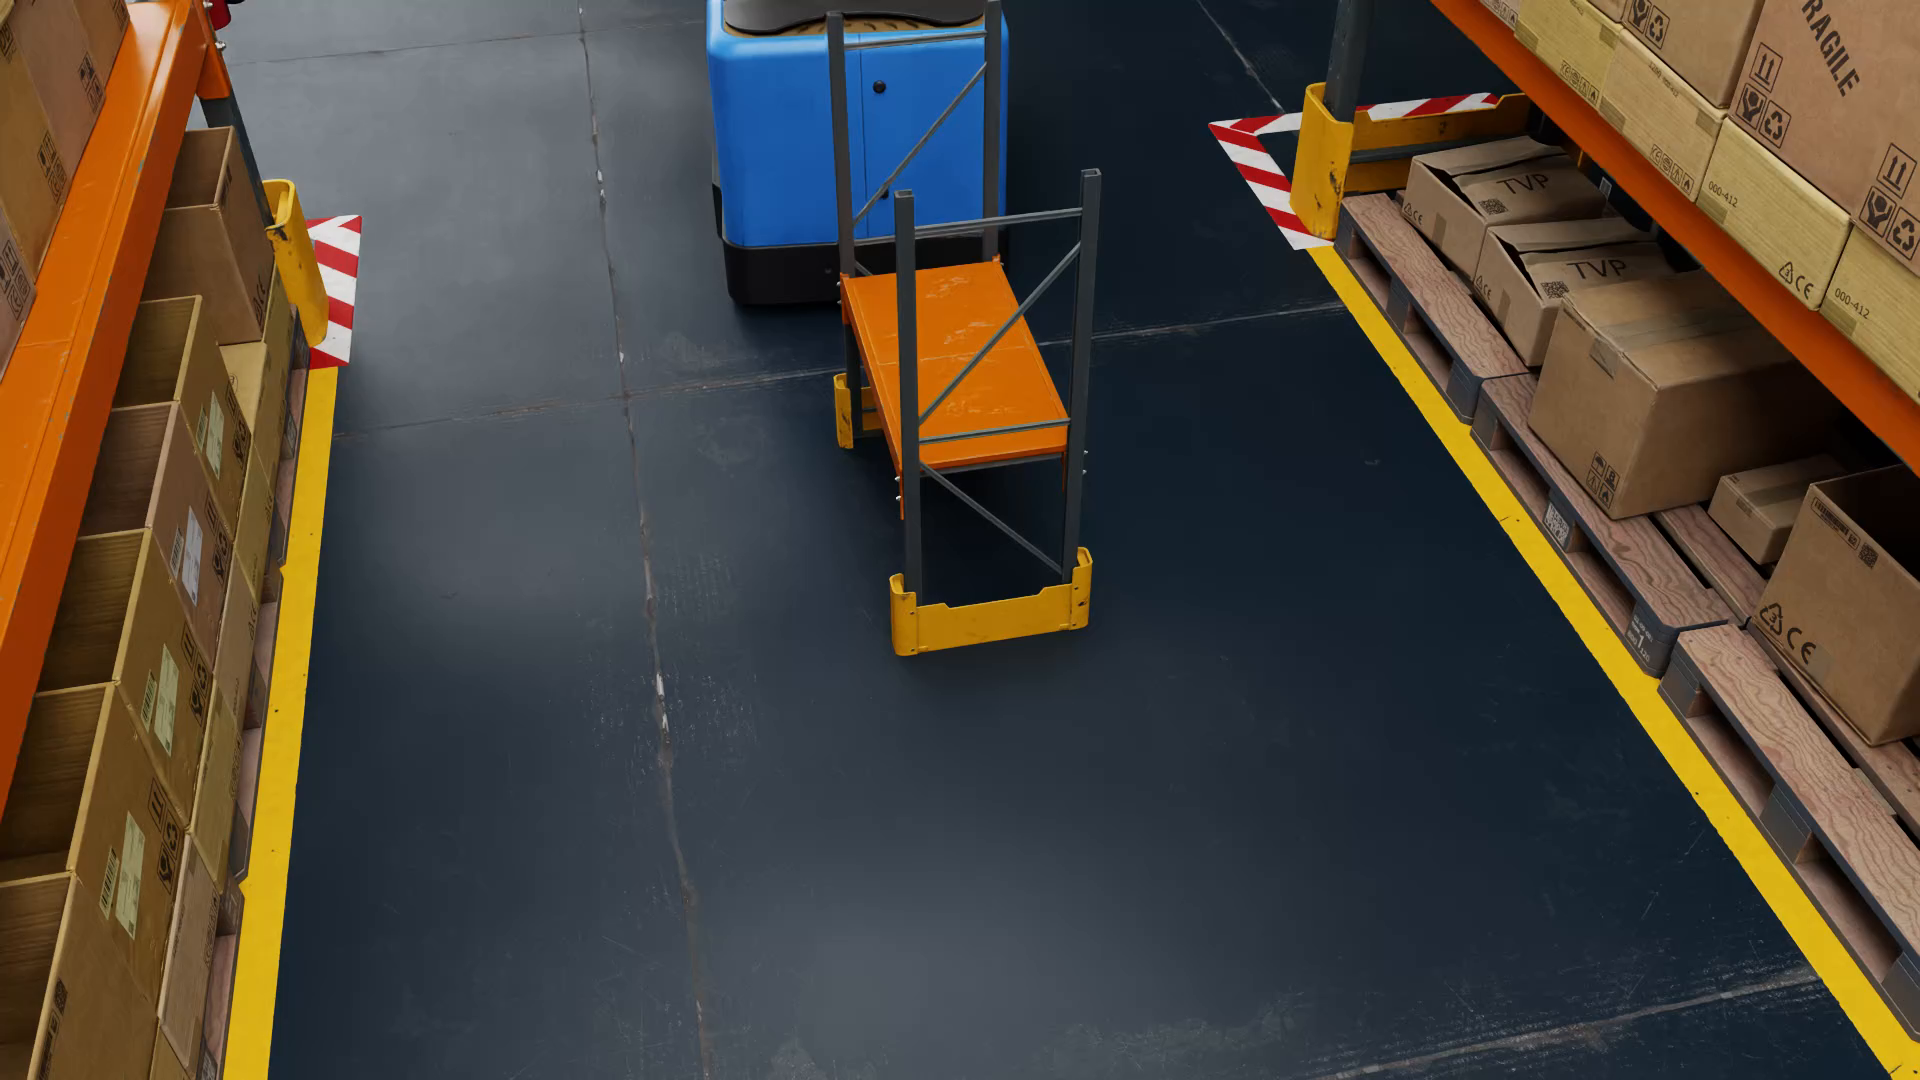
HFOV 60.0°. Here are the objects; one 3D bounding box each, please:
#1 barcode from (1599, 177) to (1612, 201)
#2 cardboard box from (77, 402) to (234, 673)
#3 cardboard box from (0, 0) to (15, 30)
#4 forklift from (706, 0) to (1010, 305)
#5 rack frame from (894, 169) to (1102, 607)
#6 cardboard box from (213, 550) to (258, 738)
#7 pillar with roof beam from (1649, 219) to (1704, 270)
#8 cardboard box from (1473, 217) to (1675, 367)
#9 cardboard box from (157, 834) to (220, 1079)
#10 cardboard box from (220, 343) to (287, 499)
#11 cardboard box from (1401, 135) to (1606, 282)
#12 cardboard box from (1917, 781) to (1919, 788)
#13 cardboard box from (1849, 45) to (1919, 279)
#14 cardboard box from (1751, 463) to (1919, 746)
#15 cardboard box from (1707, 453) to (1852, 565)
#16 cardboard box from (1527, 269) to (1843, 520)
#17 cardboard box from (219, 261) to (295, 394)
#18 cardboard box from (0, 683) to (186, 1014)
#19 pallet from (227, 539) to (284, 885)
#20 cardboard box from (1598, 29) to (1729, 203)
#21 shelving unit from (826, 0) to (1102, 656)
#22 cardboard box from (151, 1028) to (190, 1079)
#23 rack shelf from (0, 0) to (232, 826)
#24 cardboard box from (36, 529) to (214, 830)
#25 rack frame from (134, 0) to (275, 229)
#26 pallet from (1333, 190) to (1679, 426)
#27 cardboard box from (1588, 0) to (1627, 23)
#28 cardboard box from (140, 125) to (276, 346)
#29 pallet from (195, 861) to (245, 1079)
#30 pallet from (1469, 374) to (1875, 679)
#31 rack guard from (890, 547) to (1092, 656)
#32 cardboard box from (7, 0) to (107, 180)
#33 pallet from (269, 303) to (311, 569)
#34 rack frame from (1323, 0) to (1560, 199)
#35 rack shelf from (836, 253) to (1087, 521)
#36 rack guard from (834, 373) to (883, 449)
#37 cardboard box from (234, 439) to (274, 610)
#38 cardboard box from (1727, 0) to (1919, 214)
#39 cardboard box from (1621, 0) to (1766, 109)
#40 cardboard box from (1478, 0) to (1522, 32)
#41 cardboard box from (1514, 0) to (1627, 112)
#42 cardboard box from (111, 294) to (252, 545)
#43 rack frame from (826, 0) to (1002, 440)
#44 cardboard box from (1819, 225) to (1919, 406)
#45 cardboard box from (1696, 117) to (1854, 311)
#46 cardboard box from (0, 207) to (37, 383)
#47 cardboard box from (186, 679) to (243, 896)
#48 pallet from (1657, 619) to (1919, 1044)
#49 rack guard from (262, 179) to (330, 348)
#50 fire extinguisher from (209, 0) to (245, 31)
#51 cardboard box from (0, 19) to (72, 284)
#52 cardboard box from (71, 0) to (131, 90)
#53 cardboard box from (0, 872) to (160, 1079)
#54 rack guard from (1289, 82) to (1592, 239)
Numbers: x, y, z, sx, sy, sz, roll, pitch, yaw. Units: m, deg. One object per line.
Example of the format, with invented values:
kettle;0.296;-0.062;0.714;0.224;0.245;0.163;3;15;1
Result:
barcode;2.381;-1.296;6.137;0.001;0.075;0.075;-8;42;-9
cardboard box;-2.168;0.029;4.148;0.500;0.500;0.500;-8;42;-9
cardboard box;-2.420;-1.228;3.810;0.380;0.149;0.250;-7;42;-8
forklift;-0.492;-2.935;6.348;1.130;2.935;3.031;-4;42;-5
rack frame;0.091;-0.287;4.443;0.500;1.500;0.032;-8;42;-9
cardboard box;-2.171;0.310;4.396;0.500;0.250;0.500;-8;42;-9
pillar with roof beam;-1.283;-3.846;2.804;9.100;9.000;0.400;-8;42;-9
cardboard box;2.110;-0.877;5.673;0.500;0.311;0.500;-5;42;-6
cardboard box;-1.955;0.958;3.666;0.500;0.250;0.500;-8;42;-9
cardboard box;-2.387;-0.338;5.126;0.500;0.250;0.500;-8;42;-9
cardboard box;1.987;-1.247;6.089;0.500;0.311;0.500;-13;43;-14
cardboard box;2.644;0.596;4.122;0.380;0.166;0.250;-14;43;-15
cardboard box;2.271;-0.773;3.395;0.500;0.500;0.500;-9;42;-10
cardboard box;2.525;0.147;4.377;0.500;0.500;0.500;-11;43;-12
cardboard box;2.463;-0.094;4.913;0.380;0.149;0.250;-12;43;-13
cardboard box;2.219;-0.465;5.066;0.700;0.500;0.500;-11;43;-12
cardboard box;-2.507;-0.661;5.490;0.500;0.250;0.500;-8;42;-9
cardboard box;-1.958;0.678;3.417;0.500;0.500;0.500;-8;42;-9
pallet;-2.445;0.485;4.545;1.003;0.211;1.213;-8;42;-9
cardboard box;2.057;-1.145;4.379;0.500;0.250;0.500;-8;42;-9
shelving unit;-0.016;-0.610;4.808;0.587;1.500;1.083;-8;42;-9
cardboard box;-1.852;1.283;3.300;0.500;0.250;0.500;-8;42;-9
rack shelf;-2.479;-0.272;3.838;1.077;0.370;4.000;-8;42;-9
cardboard box;-2.058;0.353;3.783;0.500;0.500;0.500;-8;42;-9
rack frame;-2.911;-1.837;5.060;1.000;3.000;0.127;-8;42;-9
pallet;2.082;-0.926;6.134;1.003;0.211;1.213;-8;42;-9
cardboard box;1.937;-1.771;4.519;0.500;0.500;0.500;-10;42;-11
cardboard box;-2.505;-0.941;5.241;0.500;0.500;0.500;-8;42;-9
pallet;-2.178;1.277;3.652;1.003;0.211;1.213;-8;42;-9
pallet;2.342;-0.136;5.245;1.003;0.211;1.213;-8;42;-9
rack guard;0.091;0.180;4.859;0.587;0.250;0.087;-8;42;-9
cardboard box;-2.705;-1.230;4.301;0.700;0.500;0.500;-7;42;-8
pallet;-2.705;-0.305;5.434;1.003;0.211;1.213;-8;42;-9
rack frame;1.925;-2.549;5.862;1.000;3.000;0.127;-8;42;-9
rack shelf;-0.018;-0.482;4.934;0.538;0.185;1.000;-8;42;-9
rack guard;-0.124;-0.466;5.586;0.587;0.250;0.087;-8;42;-9
cardboard box;-2.277;-0.014;4.762;0.500;0.250;0.500;-8;42;-9
cardboard box;2.173;-1.101;3.764;0.500;0.500;0.500;-9;42;-11
cardboard box;2.060;-1.438;4.144;0.500;0.500;0.500;-7;42;-8
cardboard box;1.846;-1.804;5.121;0.500;0.250;0.500;-10;42;-11
cardboard box;1.951;-1.473;4.748;0.500;0.250;0.500;-9;42;-10
cardboard box;-2.275;-0.295;4.513;0.500;0.500;0.500;-8;42;-9
rack frame;-0.128;-0.946;5.186;0.500;1.500;0.032;-8;42;-9
cardboard box;2.291;-0.496;3.647;0.500;0.250;0.500;-8;42;-9
cardboard box;2.167;-0.819;4.012;0.500;0.250;0.500;-9;42;-10
cardboard box;-2.486;-0.567;3.554;0.700;0.500;0.500;-7;42;-8
cardboard box;-2.058;0.633;4.032;0.500;0.250;0.500;-8;42;-9
pallet;2.609;0.656;4.352;1.003;0.211;1.213;-8;42;-9
rack guard;-2.916;-0.918;5.907;1.175;0.500;0.348;-8;42;-9
fire extinguisher;-2.483;-1.951;5.247;0.296;0.674;0.183;-8;42;-9
cardboard box;-2.603;-0.908;3.938;0.700;0.500;0.500;-8;42;-9
cardboard box;-2.823;-1.570;4.684;0.700;0.500;0.500;-8;42;-9
cardboard box;-1.842;1.001;3.053;0.500;0.500;0.500;-8;42;-9
rack guard;1.941;-1.565;6.637;1.175;0.500;0.348;-8;42;-9
